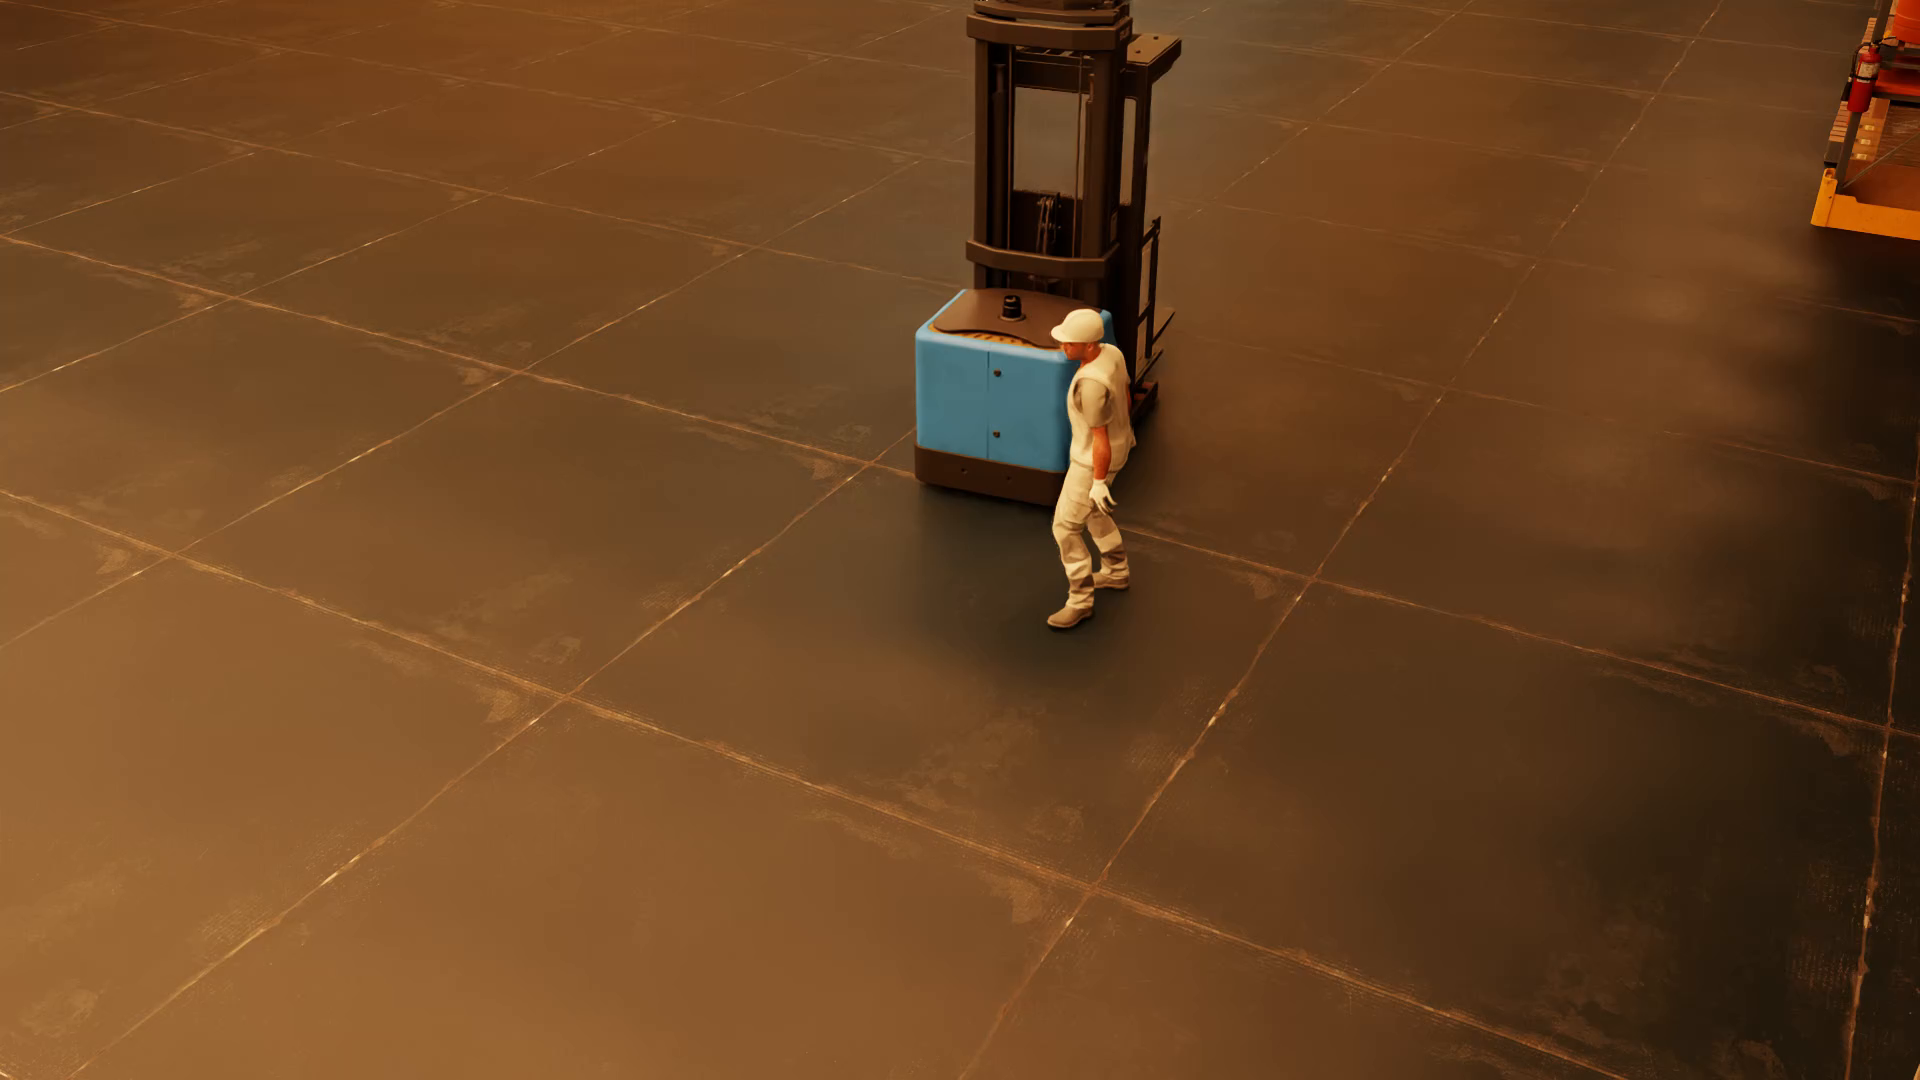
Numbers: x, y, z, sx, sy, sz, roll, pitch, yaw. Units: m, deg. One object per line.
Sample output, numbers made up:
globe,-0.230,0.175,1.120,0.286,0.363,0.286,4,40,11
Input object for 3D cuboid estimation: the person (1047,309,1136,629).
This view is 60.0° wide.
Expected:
person,0.717,-0.445,9.047,0.454,1.749,0.880,8,31,13

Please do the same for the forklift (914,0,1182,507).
forklift,0.740,-2.191,10.866,1.130,2.935,3.031,12,32,19
